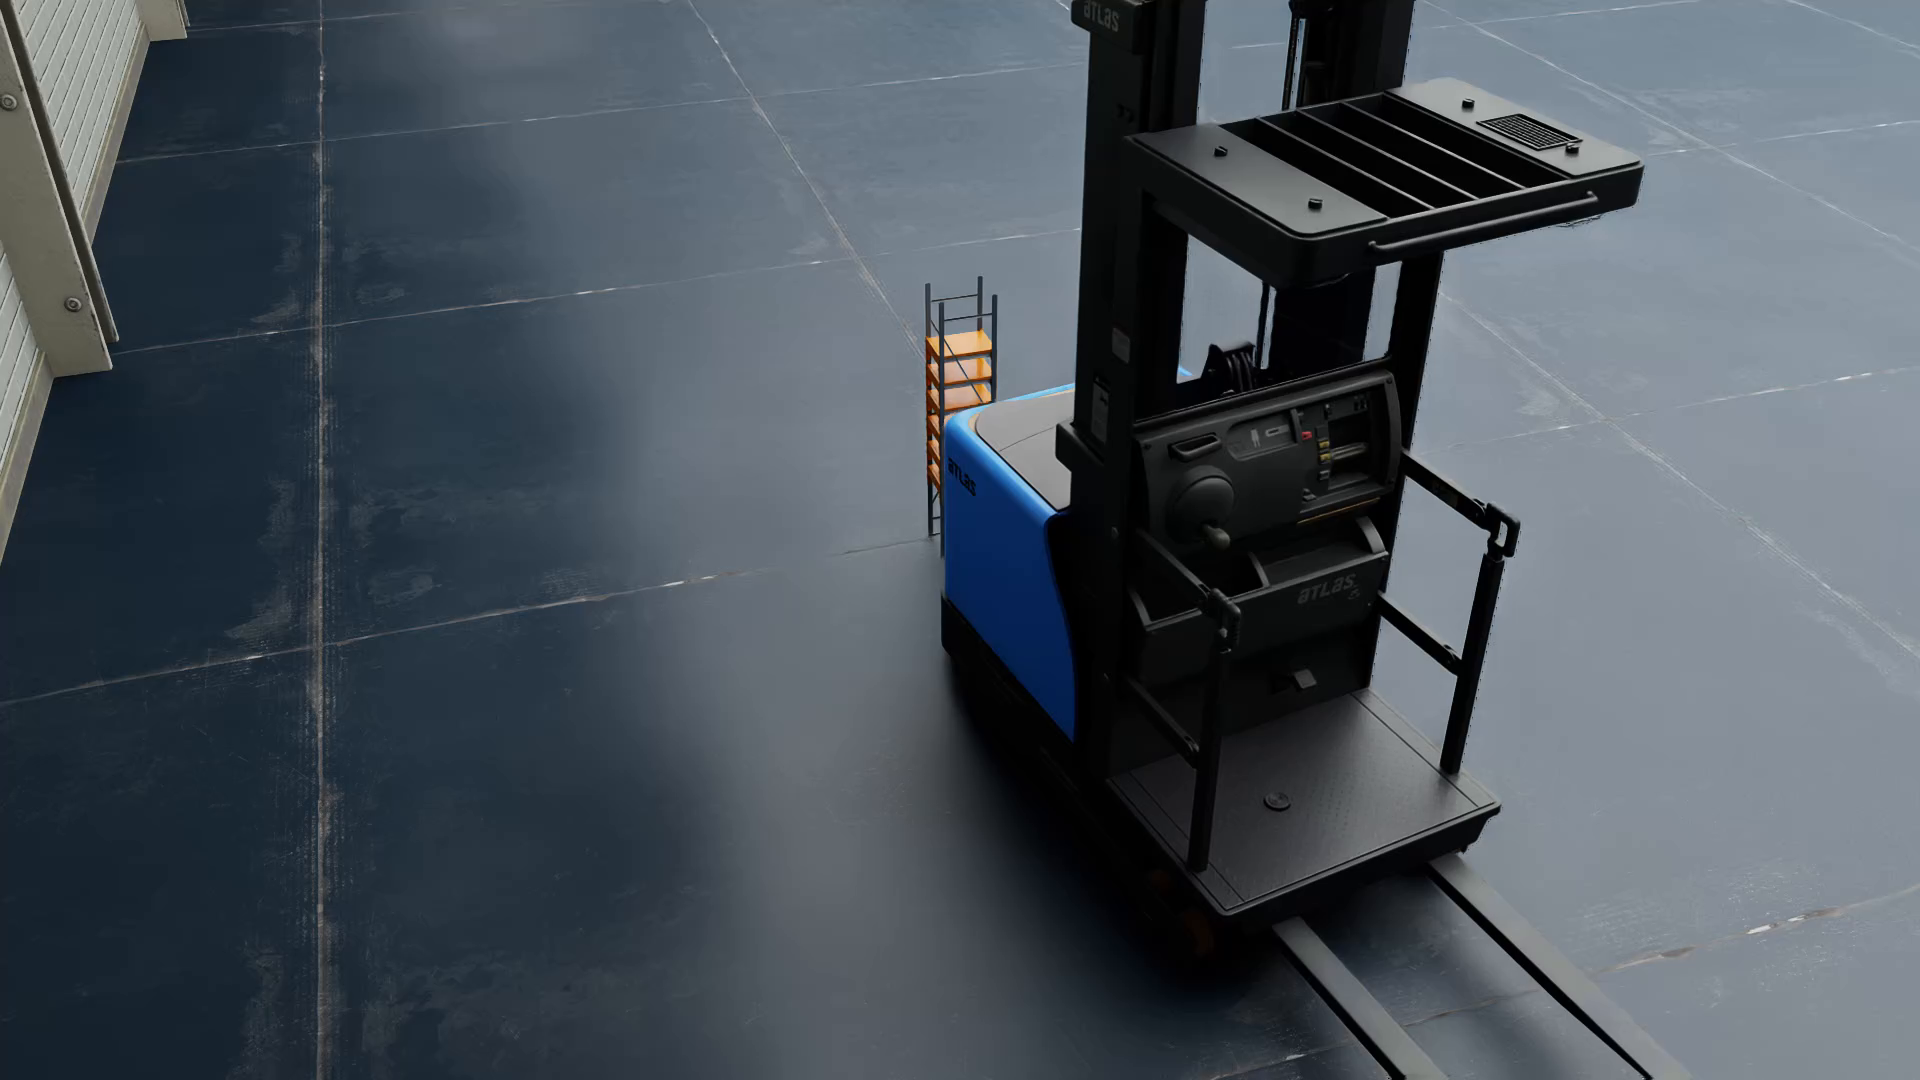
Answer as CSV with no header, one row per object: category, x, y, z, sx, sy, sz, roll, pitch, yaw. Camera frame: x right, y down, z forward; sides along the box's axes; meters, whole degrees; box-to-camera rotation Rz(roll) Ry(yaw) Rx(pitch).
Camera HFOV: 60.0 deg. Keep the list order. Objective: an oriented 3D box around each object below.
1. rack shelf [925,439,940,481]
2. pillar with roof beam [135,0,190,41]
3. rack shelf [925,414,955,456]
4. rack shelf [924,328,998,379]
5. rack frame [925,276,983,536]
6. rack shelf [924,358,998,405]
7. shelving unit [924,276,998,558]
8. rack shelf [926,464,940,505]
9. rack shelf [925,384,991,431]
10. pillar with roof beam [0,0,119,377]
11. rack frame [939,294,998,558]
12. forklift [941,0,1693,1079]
rack shelf,0.004,-0.356,6.998,0.258,0.103,0.180,-10,35,-15
pillar with roof beam,-2.316,-8.585,12.079,9.100,9.000,0.400,-10,35,-15
rack shelf,0.004,-0.456,6.932,0.258,0.103,0.180,-10,35,-15
rack shelf,0.004,-0.756,6.734,0.258,0.103,0.180,-10,35,-15
rack frame,-0.023,-0.541,6.980,0.240,1.200,0.006,-10,35,-15
rack shelf,0.004,-0.656,6.800,0.258,0.103,0.180,-10,35,-15
shelving unit,0.004,-0.493,6.908,0.258,1.200,0.189,-10,35,-15
rack shelf,0.004,-0.256,7.065,0.258,0.103,0.180,-10,35,-15
rack shelf,0.004,-0.556,6.866,0.258,0.103,0.180,-10,35,-15
pillar with roof beam,-0.486,-5.435,7.312,9.100,9.000,0.400,-10,35,-15
rack frame,0.032,-0.445,6.835,0.240,1.200,0.006,-10,35,-15
forklift,1.045,-0.178,4.861,1.130,2.935,3.031,-16,37,-22
